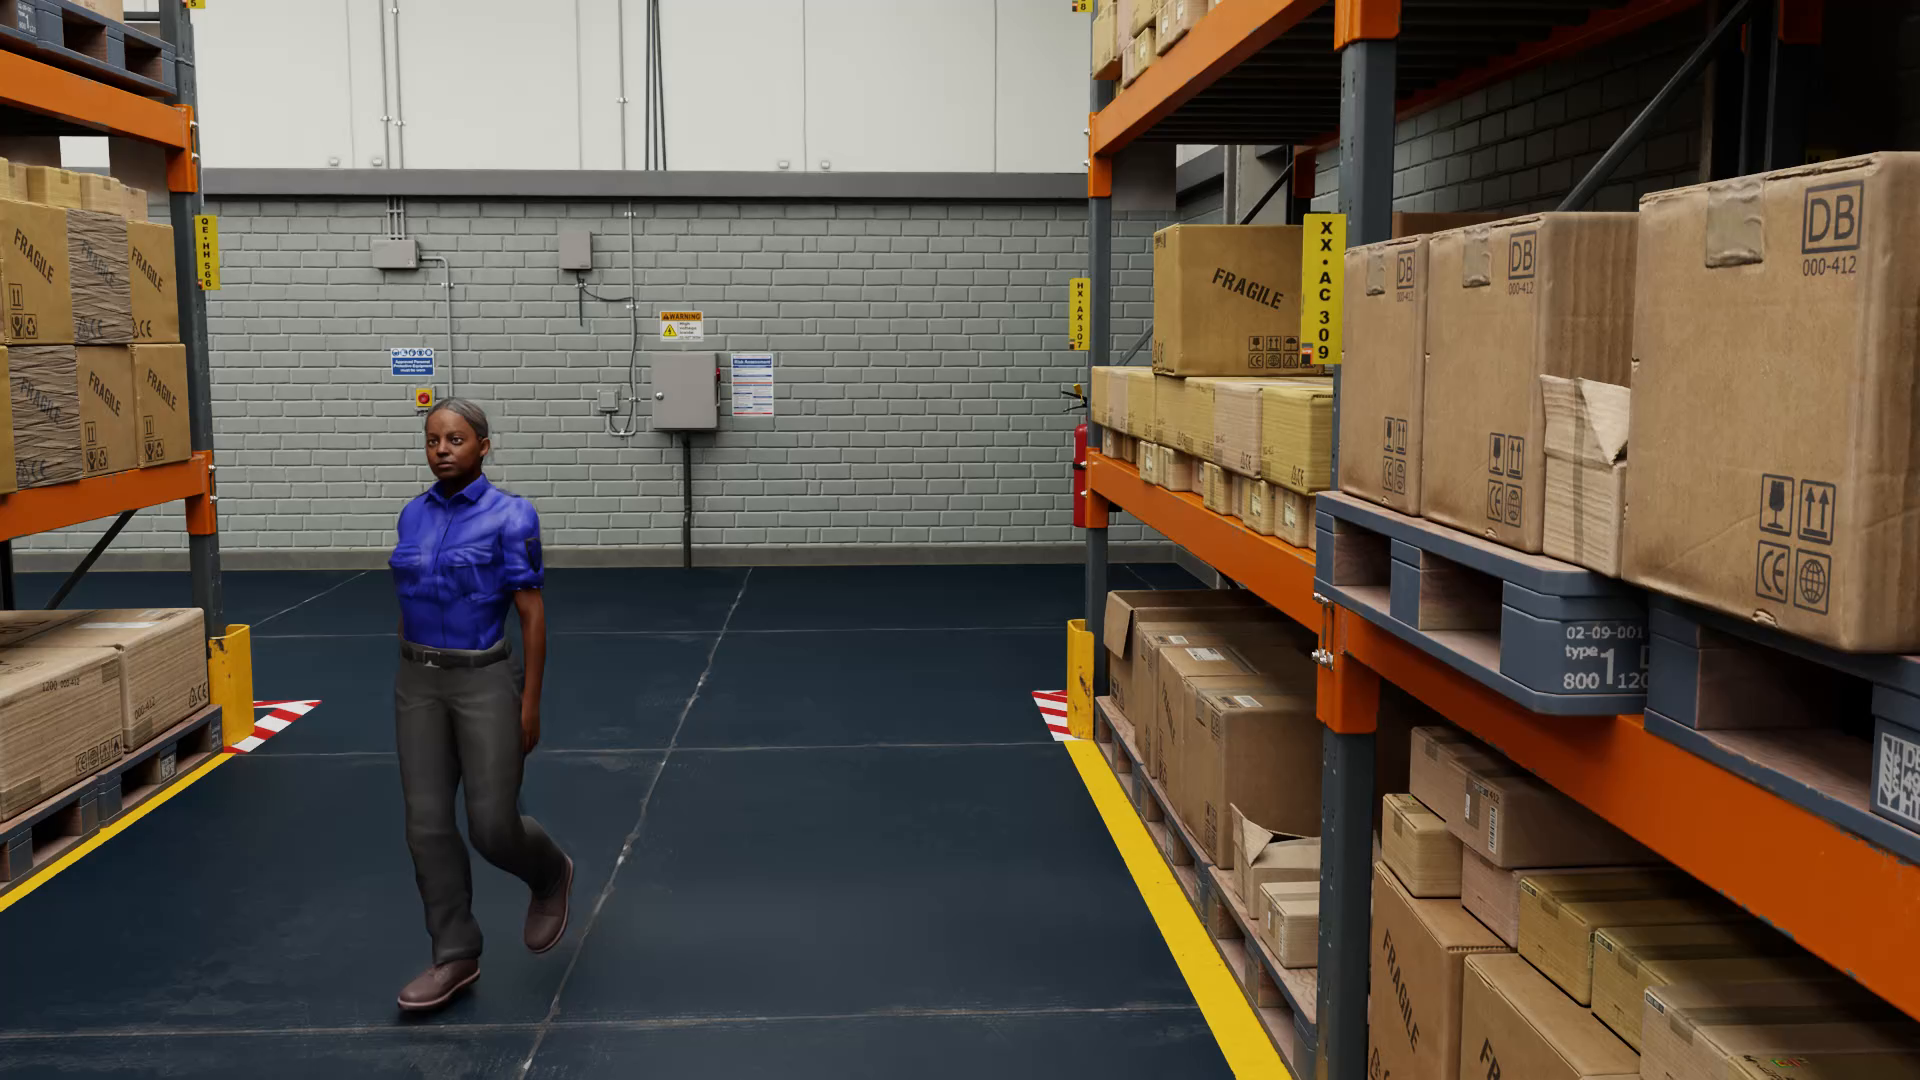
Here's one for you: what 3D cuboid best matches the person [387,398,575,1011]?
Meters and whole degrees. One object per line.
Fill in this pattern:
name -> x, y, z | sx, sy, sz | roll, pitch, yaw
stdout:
person -> -1.348, 0.427, 4.621 | 0.446, 1.641, 0.583 | 2, 7, 16
